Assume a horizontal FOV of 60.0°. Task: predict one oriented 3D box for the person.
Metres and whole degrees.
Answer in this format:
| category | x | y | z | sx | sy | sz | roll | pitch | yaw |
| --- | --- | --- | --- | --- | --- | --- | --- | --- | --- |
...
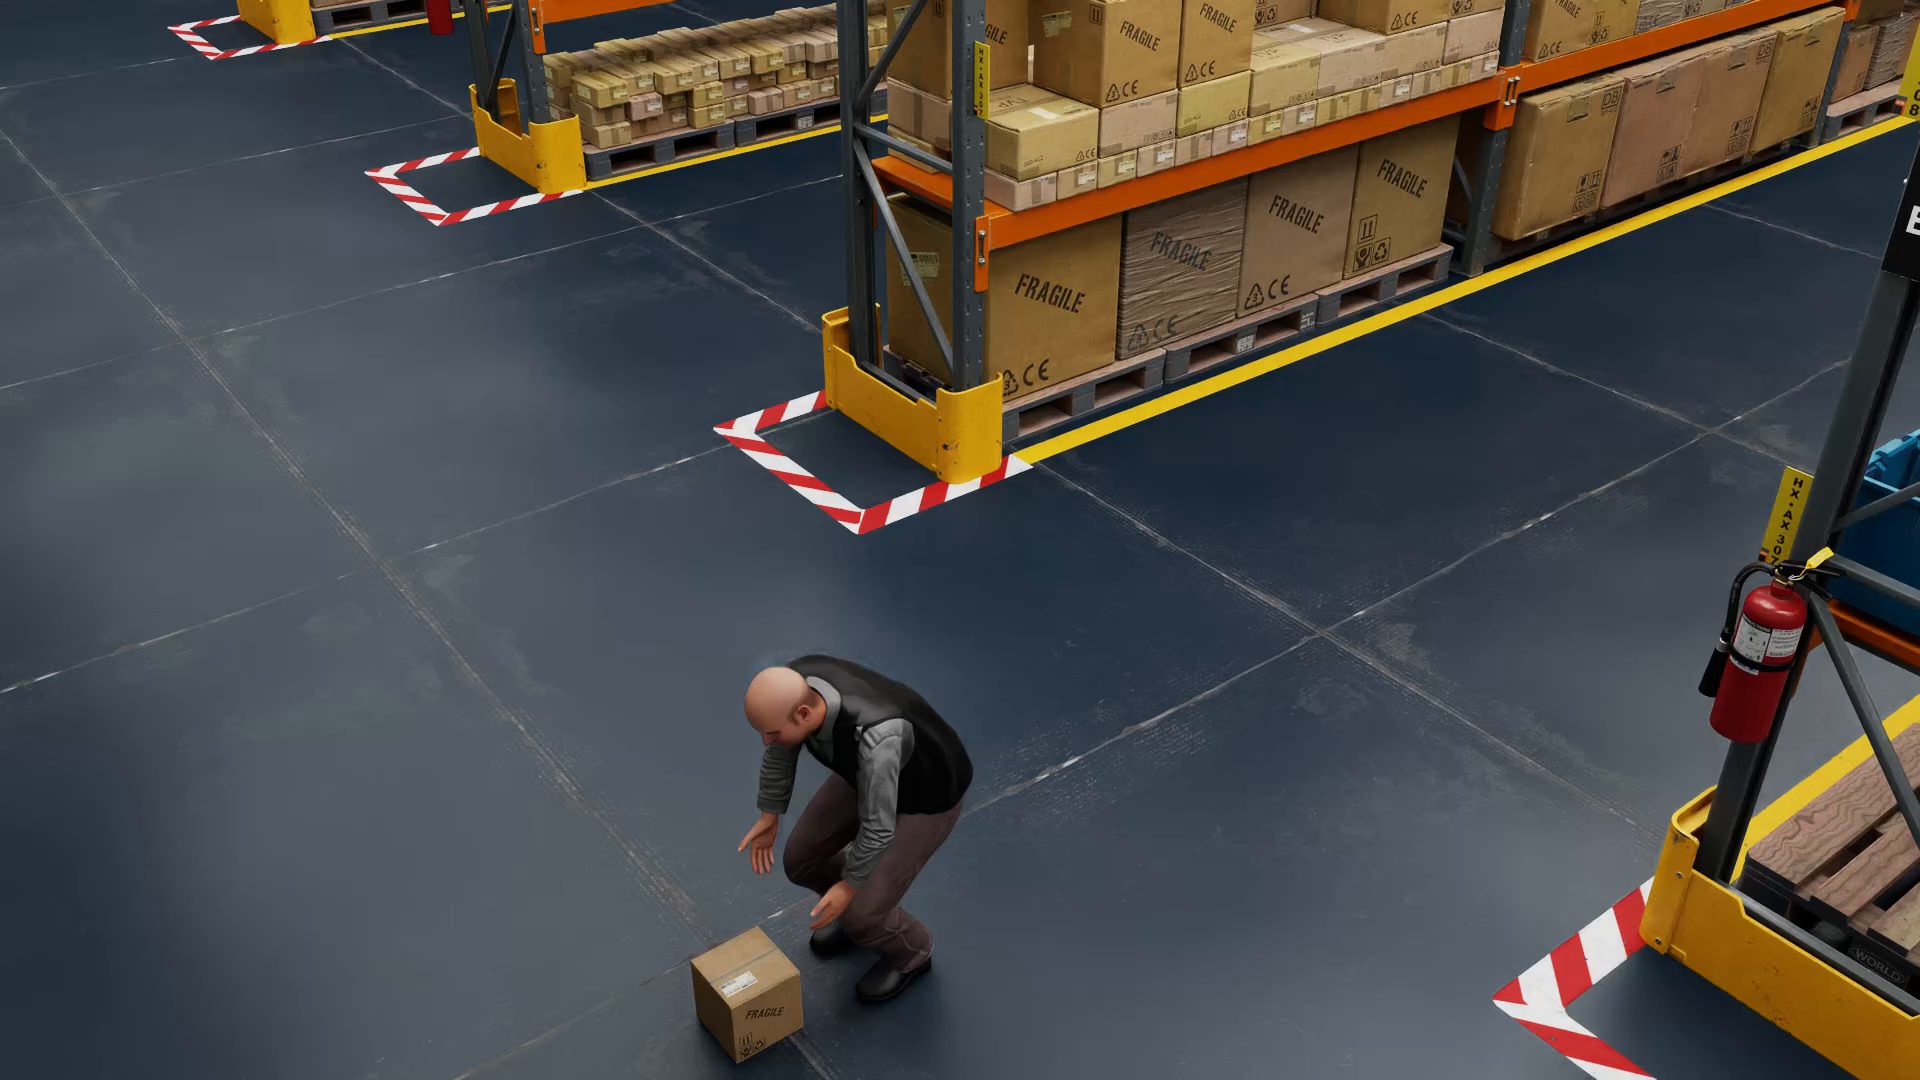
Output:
| category | x | y | z | sx | sy | sz | roll | pitch | yaw |
| --- | --- | --- | --- | --- | --- | --- | --- | --- | --- |
| person | -0.312 | 0.879 | 5.167 | 0.771 | 1.286 | 0.587 | -22 | 38 | -31 |
